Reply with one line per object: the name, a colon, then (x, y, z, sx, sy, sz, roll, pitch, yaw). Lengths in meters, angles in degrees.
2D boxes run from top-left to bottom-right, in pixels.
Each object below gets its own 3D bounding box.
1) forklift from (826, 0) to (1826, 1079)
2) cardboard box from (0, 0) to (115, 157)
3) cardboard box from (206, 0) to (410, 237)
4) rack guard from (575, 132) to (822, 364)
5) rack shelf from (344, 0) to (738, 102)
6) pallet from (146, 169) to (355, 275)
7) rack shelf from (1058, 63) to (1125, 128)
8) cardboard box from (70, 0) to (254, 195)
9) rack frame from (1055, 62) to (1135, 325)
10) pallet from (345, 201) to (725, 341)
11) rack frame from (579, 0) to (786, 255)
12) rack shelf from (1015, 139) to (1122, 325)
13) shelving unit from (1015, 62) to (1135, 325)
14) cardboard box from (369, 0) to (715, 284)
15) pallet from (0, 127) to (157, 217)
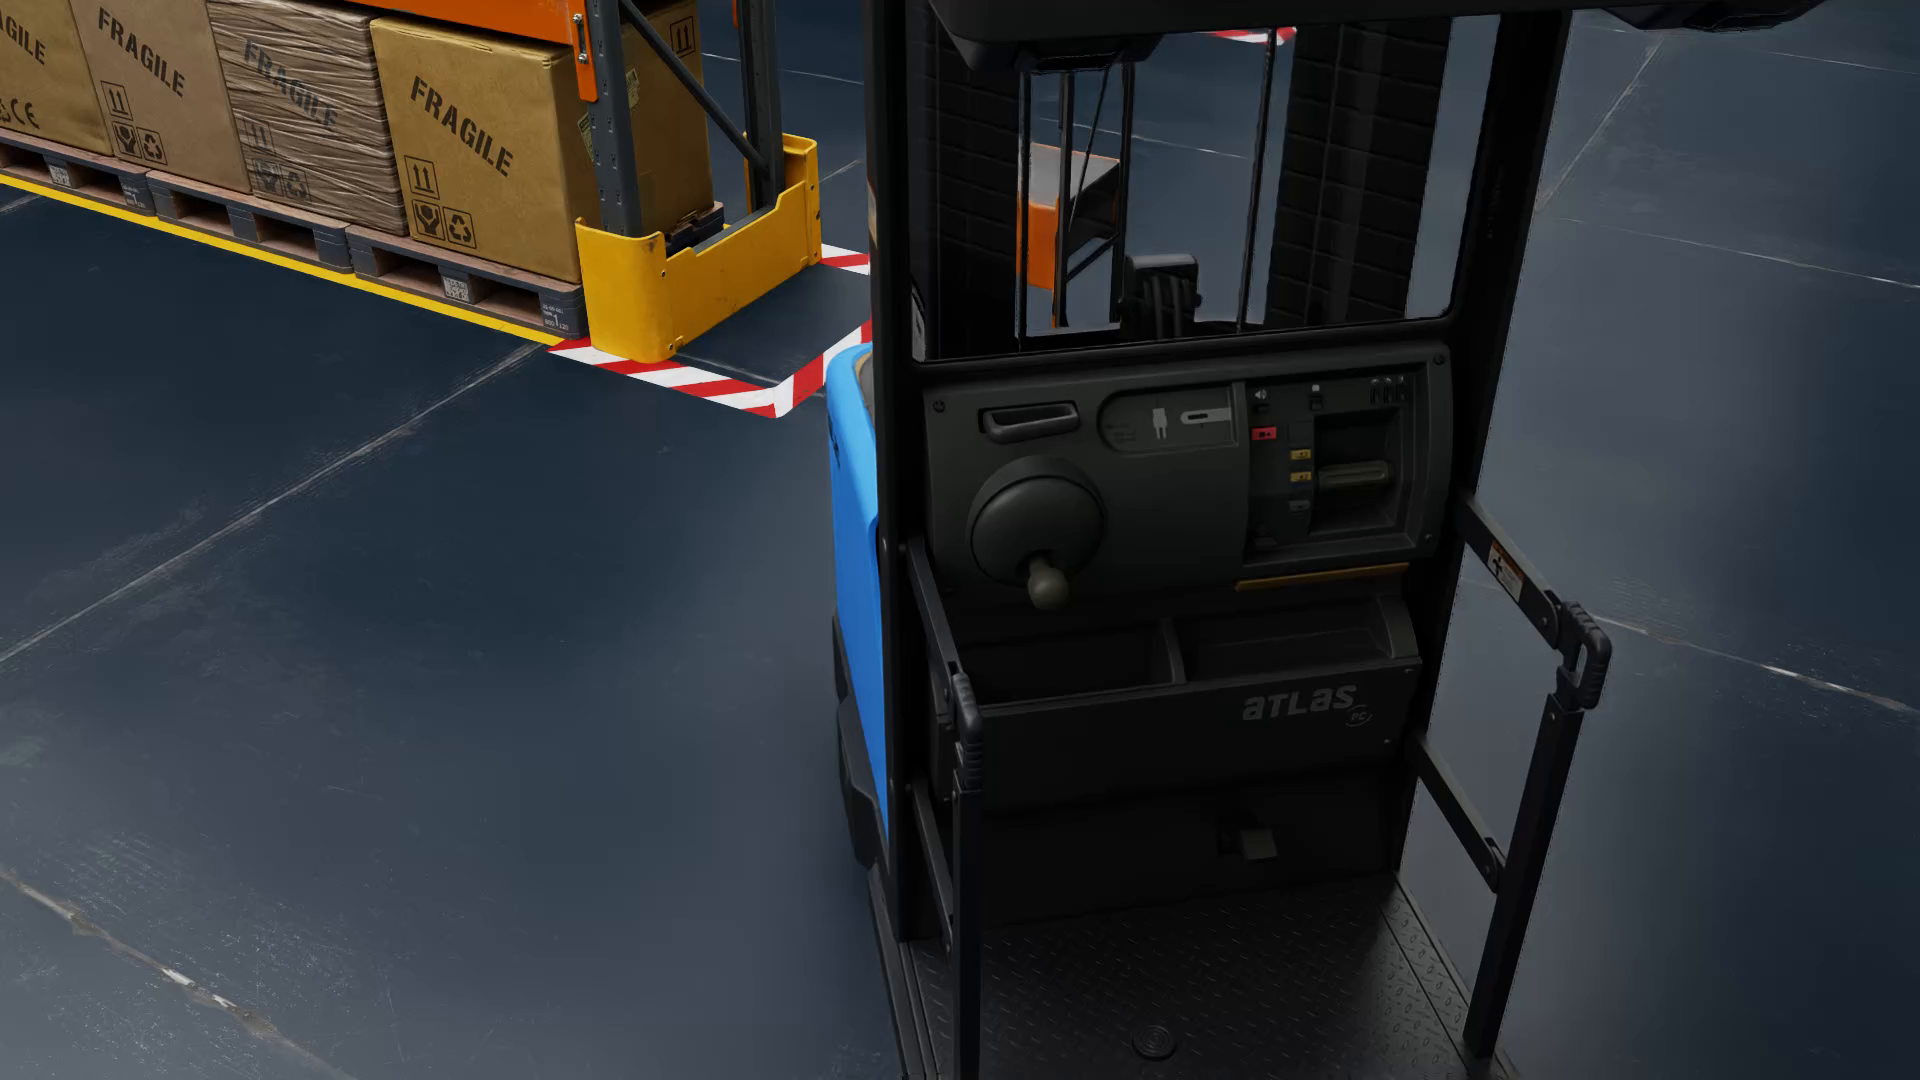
forklift: (0.445, -0.051, 2.682, 1.130, 2.935, 3.031, -6, 34, -9)
cardboard box: (-3.959, -2.402, 7.688, 0.875, 0.875, 0.875, 18, 37, 24)
cardboard box: (-2.405, -1.909, 6.949, 0.875, 0.875, 0.875, 18, 37, 24)
rack guard: (-0.998, -1.184, 6.577, 0.348, 0.500, 1.175, 18, 37, 24)
rack shelf: (-2.756, -2.482, 6.920, 4.000, 0.370, 1.077, 18, 37, 24)
pallet: (-2.807, -1.589, 7.445, 1.213, 0.211, 1.003, 18, 37, 24)
rack shelf: (0.144, -1.400, 4.219, 0.480, 0.518, 0.431, 18, 37, 24)
cardboard box: (-3.177, -2.154, 7.317, 0.875, 0.875, 0.875, 18, 37, 24)
rack frame: (0.356, -0.761, 4.499, 0.015, 2.100, 0.400, 18, 37, 24)
pallet: (-1.752, -1.253, 6.941, 1.213, 0.211, 1.003, 18, 37, 24)
rack frame: (-1.019, -2.231, 5.894, 0.127, 3.000, 1.000, 18, 37, 24)
rack shelf: (0.144, -0.817, 4.607, 0.480, 0.518, 0.431, 18, 37, 24)
shelving unit: (0.144, -0.828, 4.600, 0.503, 2.100, 0.431, 18, 37, 24)
cardboard box: (-1.615, -1.659, 6.573, 0.875, 0.875, 0.875, 18, 37, 24)
pallet: (-3.871, -1.924, 7.948, 1.213, 0.211, 1.003, 18, 37, 24)
